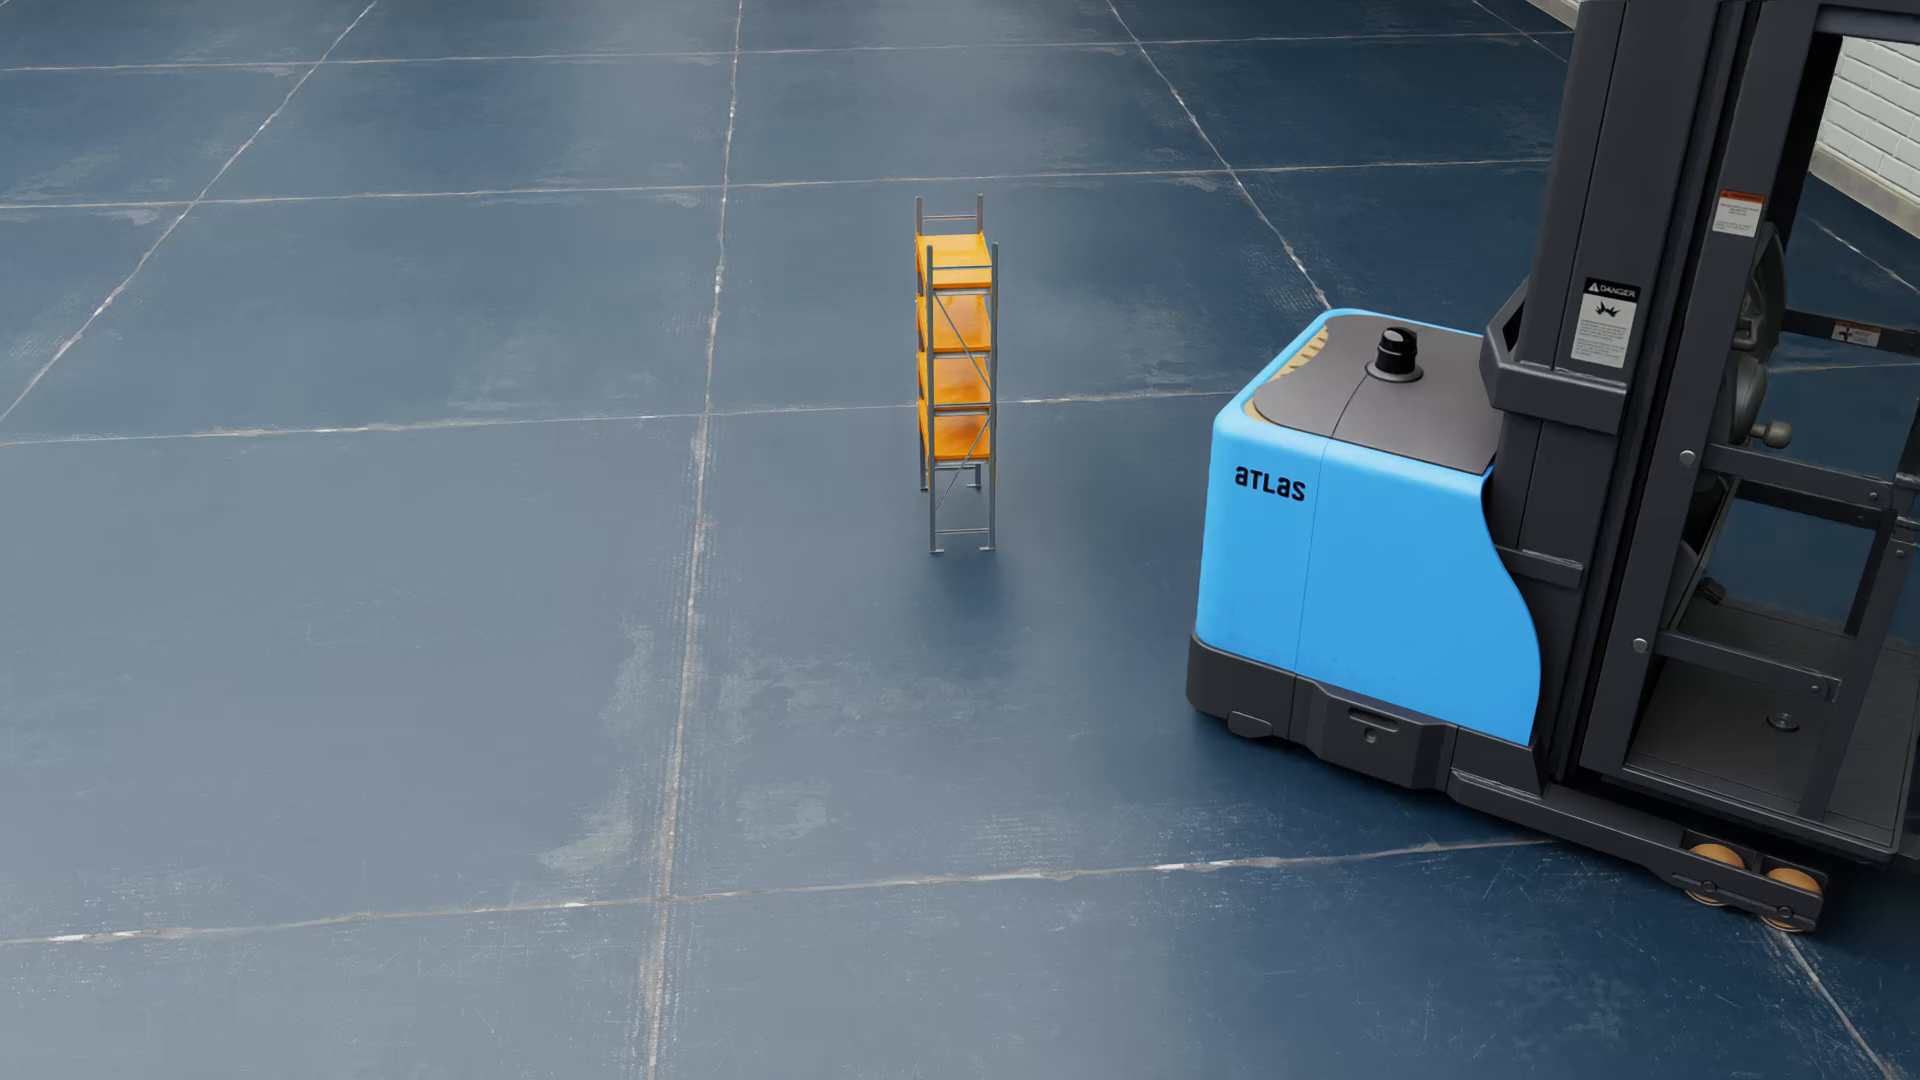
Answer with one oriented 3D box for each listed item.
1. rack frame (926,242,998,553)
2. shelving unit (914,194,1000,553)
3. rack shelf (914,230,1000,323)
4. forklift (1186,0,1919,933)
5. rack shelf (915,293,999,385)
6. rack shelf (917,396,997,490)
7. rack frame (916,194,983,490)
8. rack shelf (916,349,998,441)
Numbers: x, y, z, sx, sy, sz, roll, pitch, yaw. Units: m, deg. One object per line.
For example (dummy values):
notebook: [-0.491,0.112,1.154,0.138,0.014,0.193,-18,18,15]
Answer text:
rack frame: [0.007,-0.475,5.875,0.240,1.200,0.015,-3,31,-5]
shelving unit: [-0.015,-0.600,6.084,0.258,1.200,0.503,-3,31,-5]
rack shelf: [-0.015,-0.937,5.882,0.258,0.148,0.480,-3,31,-5]
forklift: [2.247,-0.516,4.256,3.031,2.935,1.130,17,35,26]
rack shelf: [-0.015,-0.734,6.004,0.258,0.148,0.480,-3,31,-5]
rack shelf: [-0.015,-0.371,6.220,0.258,0.148,0.480,-3,31,-5]
rack frame: [-0.038,-0.724,6.292,0.240,1.200,0.015,-3,31,-5]
rack shelf: [-0.015,-0.542,6.118,0.258,0.148,0.480,-3,31,-5]
